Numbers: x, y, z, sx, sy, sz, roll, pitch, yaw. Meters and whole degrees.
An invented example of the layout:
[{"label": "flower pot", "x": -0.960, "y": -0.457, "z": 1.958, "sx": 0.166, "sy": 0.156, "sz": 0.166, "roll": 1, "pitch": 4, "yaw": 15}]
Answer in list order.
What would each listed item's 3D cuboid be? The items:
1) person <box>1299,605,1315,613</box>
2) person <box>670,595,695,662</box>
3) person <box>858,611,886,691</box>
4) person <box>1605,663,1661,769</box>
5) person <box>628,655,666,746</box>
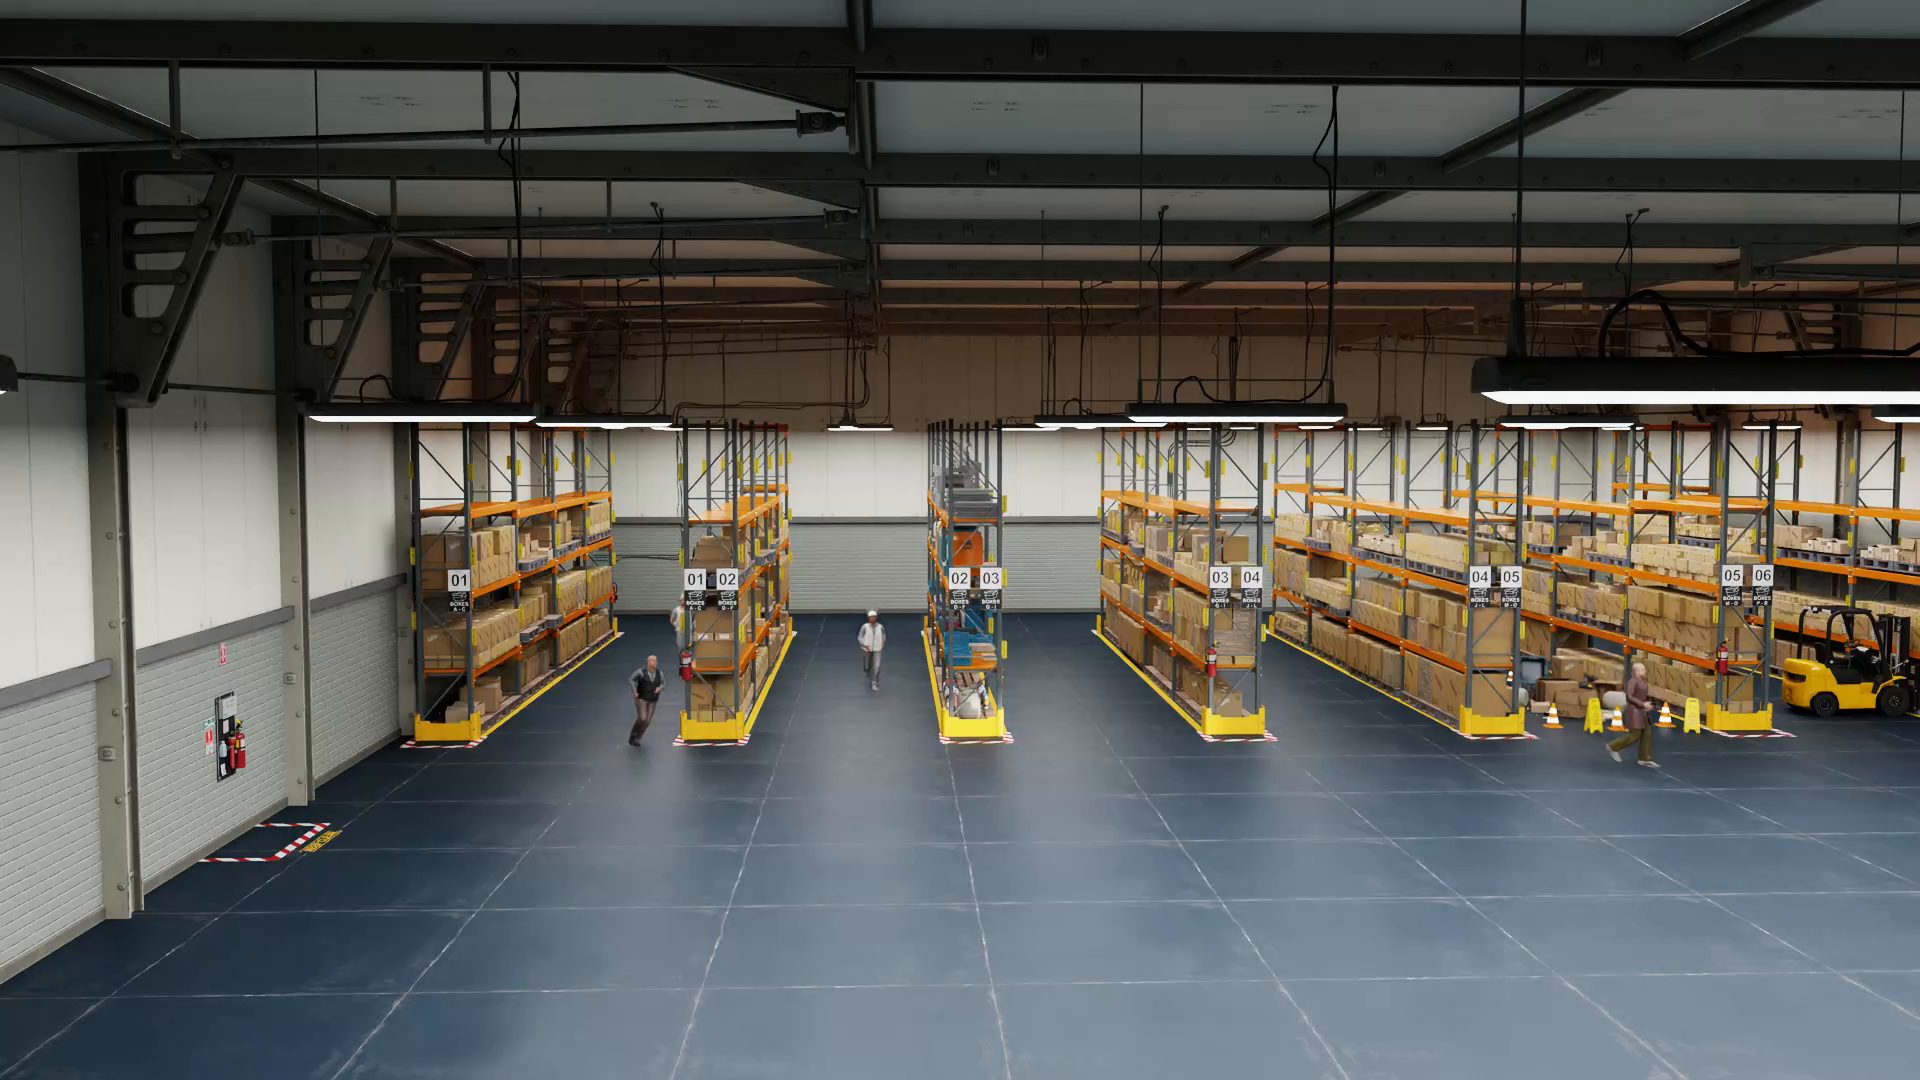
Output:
[{"label": "person", "x": 10.263, "y": 1.734, "z": 49.195, "sx": 0.862, "sy": 1.716, "sz": 0.556, "roll": -1, "pitch": 4, "yaw": -13}, {"label": "person", "x": -6.702, "y": 2.233, "z": 40.391, "sx": 0.658, "sy": 1.782, "sz": 0.977, "roll": 0, "pitch": 4, "yaw": -7}, {"label": "person", "x": -1.975, "y": 2.478, "z": 37.472, "sx": 0.641, "sy": 1.759, "sz": 0.999, "roll": 0, "pitch": 4, "yaw": -6}, {"label": "person", "x": 11.640, "y": 3.006, "z": 28.632, "sx": 0.844, "sy": 1.789, "sz": 0.736, "roll": 3, "pitch": 5, "yaw": 39}, {"label": "person", "x": -5.722, "y": 2.941, "z": 30.488, "sx": 0.717, "sy": 1.646, "sz": 0.594, "roll": -2, "pitch": 4, "yaw": -33}]
